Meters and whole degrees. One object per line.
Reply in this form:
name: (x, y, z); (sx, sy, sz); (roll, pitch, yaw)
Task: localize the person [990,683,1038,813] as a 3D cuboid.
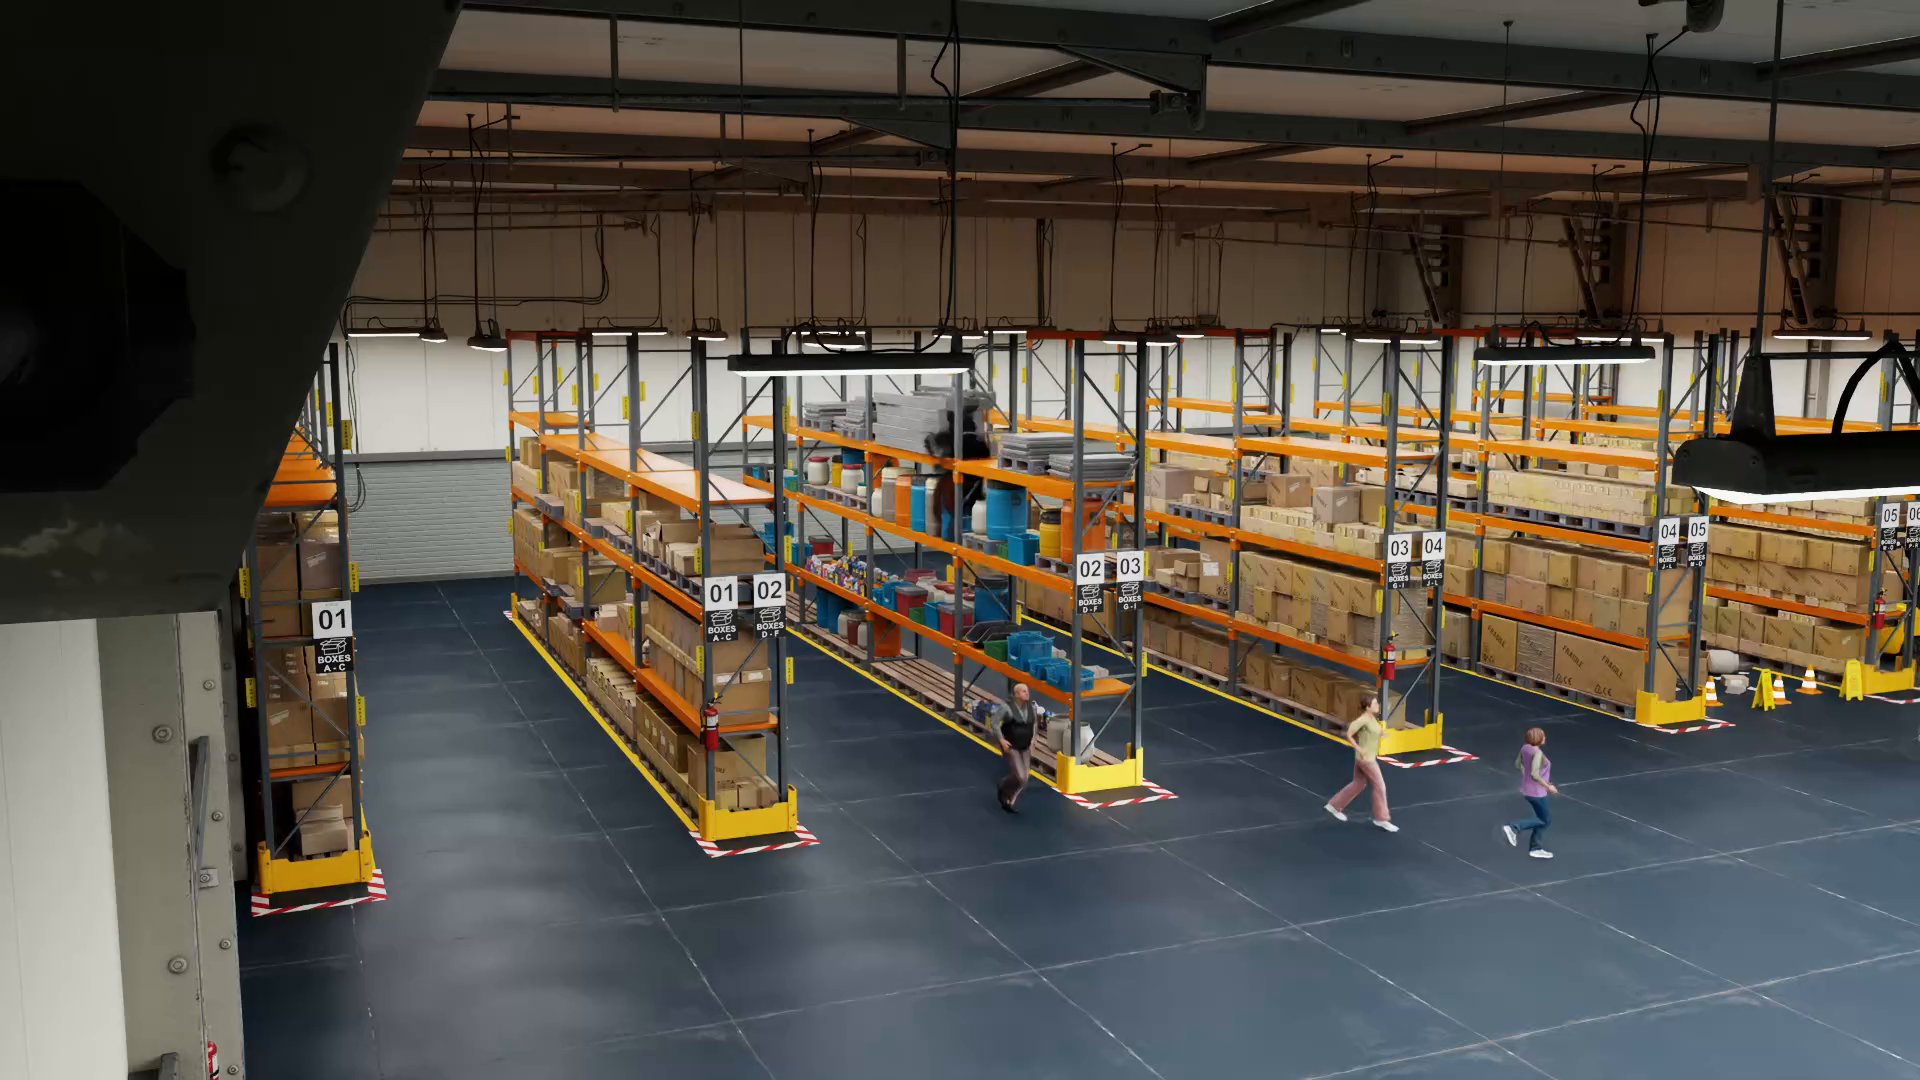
person: (0.755, 2.649, 21.148); (0.665, 1.660, 0.527); (-5, 9, -34)

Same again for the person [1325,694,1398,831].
person: (4.979, 2.721, 20.525); (0.894, 1.693, 0.558); (2, 8, 14)

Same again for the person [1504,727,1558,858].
person: (6.656, 2.945, 19.377); (0.574, 1.564, 0.536); (0, 8, -1)
